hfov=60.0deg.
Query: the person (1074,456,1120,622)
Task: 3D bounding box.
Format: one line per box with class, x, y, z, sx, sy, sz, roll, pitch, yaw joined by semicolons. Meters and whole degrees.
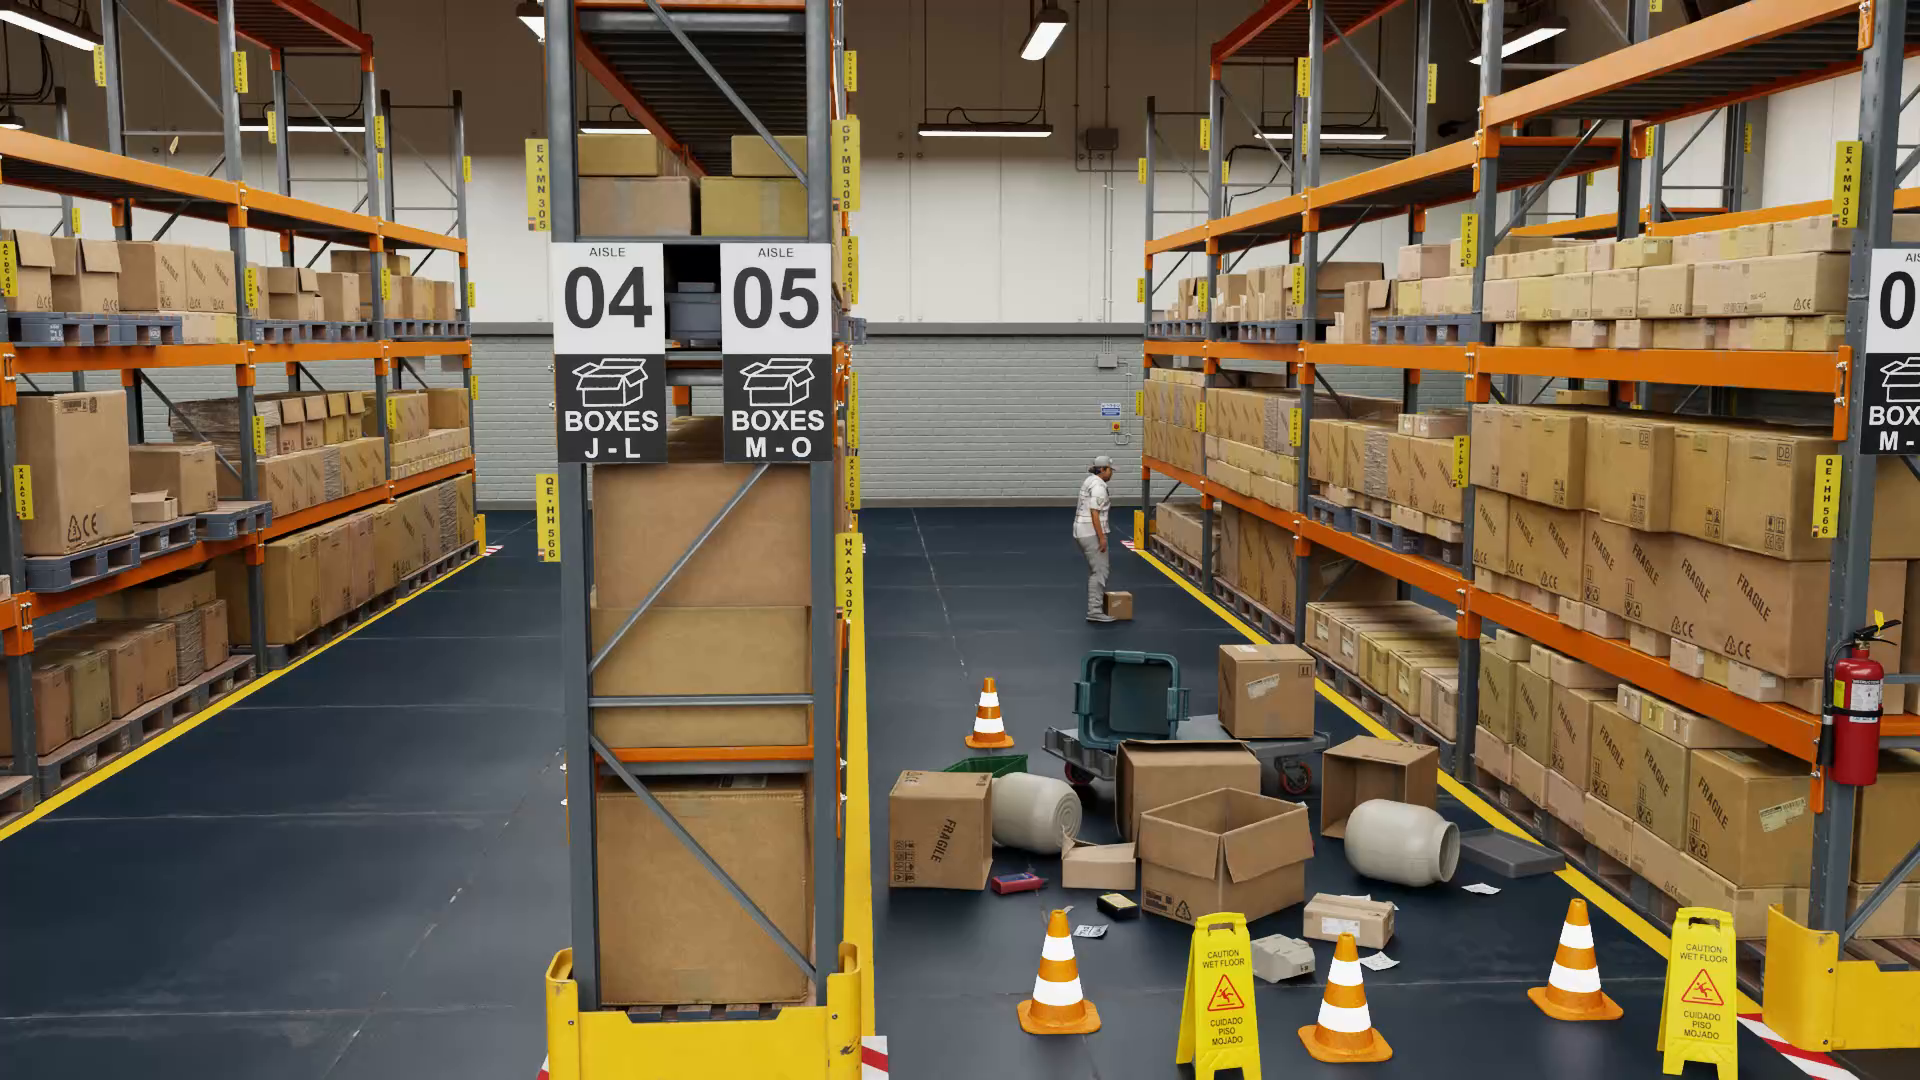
person;1.404;-0.026;16.936;0.452;1.666;0.538;0;7;-3
